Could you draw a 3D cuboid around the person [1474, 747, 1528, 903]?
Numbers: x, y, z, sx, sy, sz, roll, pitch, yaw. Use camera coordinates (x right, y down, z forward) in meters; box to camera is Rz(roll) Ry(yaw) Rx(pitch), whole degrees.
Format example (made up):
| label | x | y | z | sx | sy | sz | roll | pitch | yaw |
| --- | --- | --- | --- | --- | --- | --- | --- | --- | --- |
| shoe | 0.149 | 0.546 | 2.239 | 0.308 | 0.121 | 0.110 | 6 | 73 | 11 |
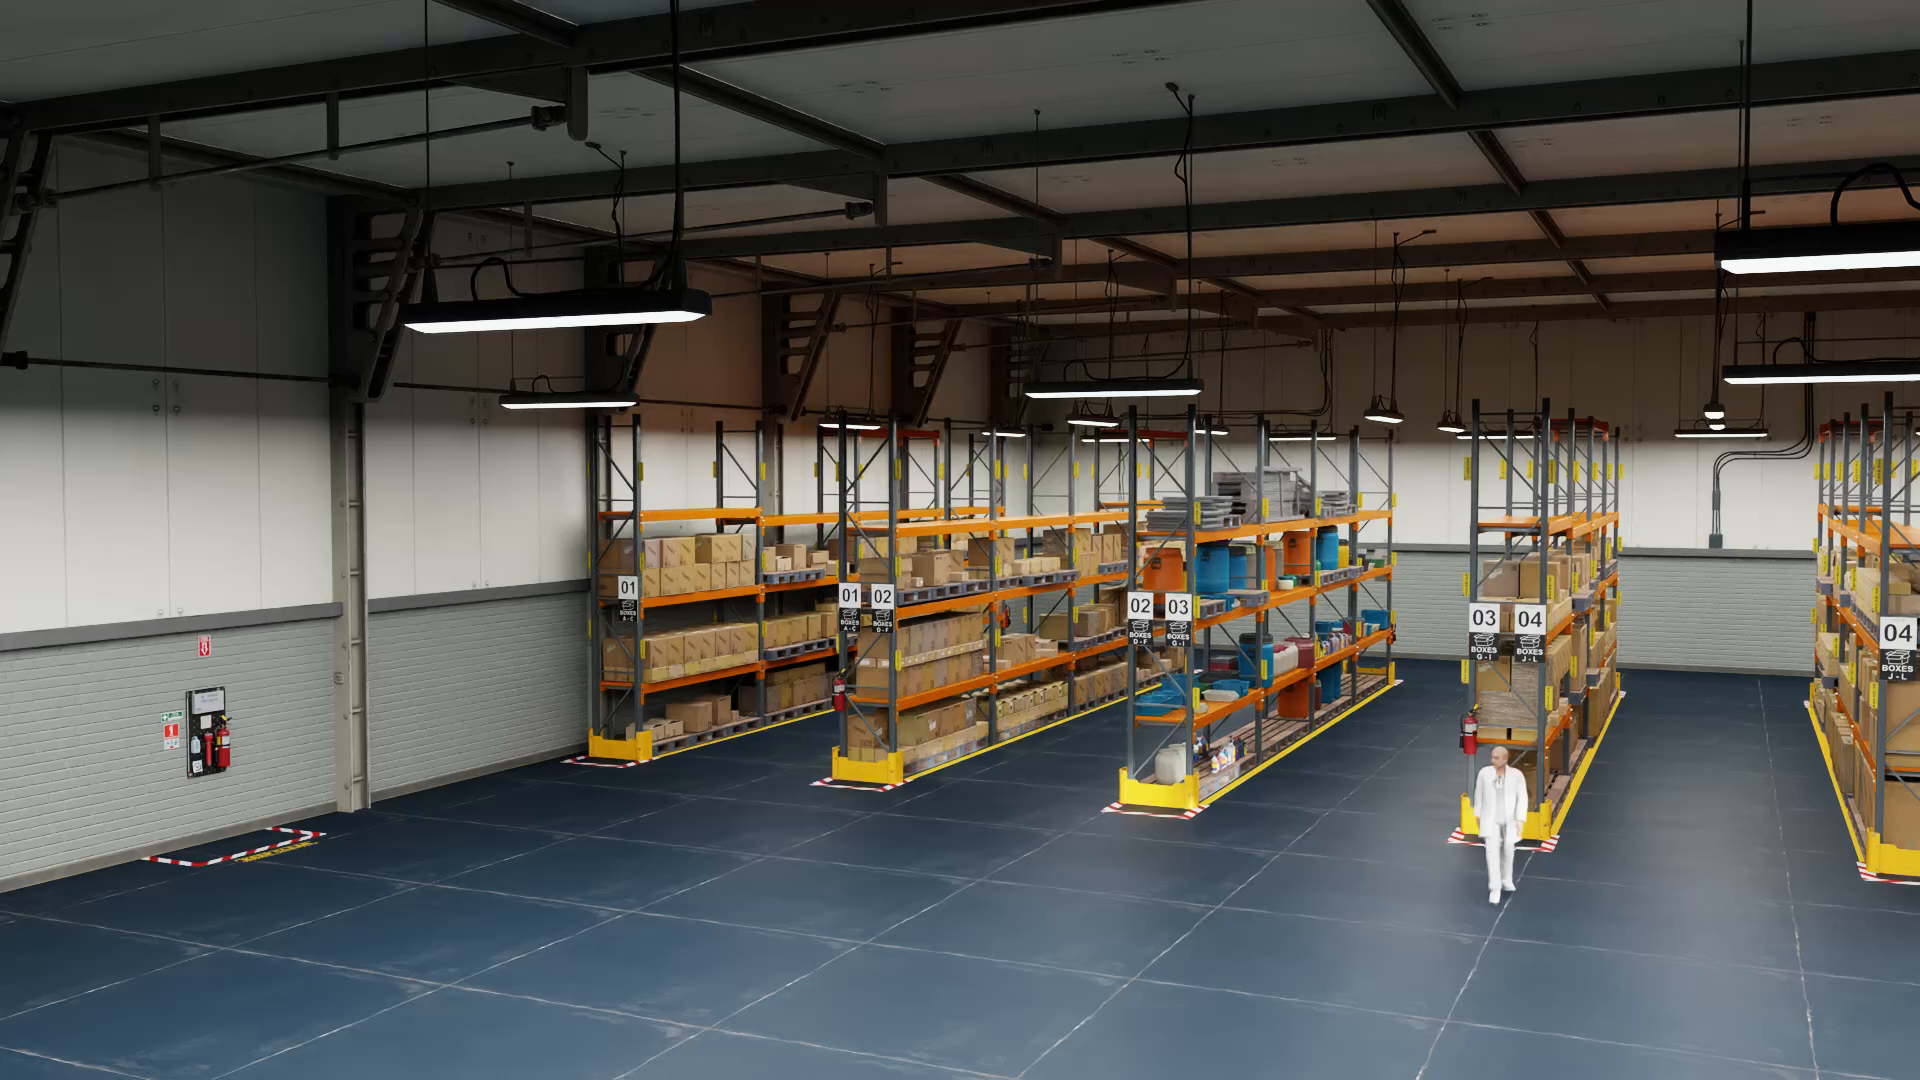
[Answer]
| label | x | y | z | sx | sy | sz | roll | pitch | yaw |
| --- | --- | --- | --- | --- | --- | --- | --- | --- | --- |
| person | 6.343 | 3.298 | 19.515 | 0.607 | 1.744 | 0.997 | 1 | 2 | 19 |
